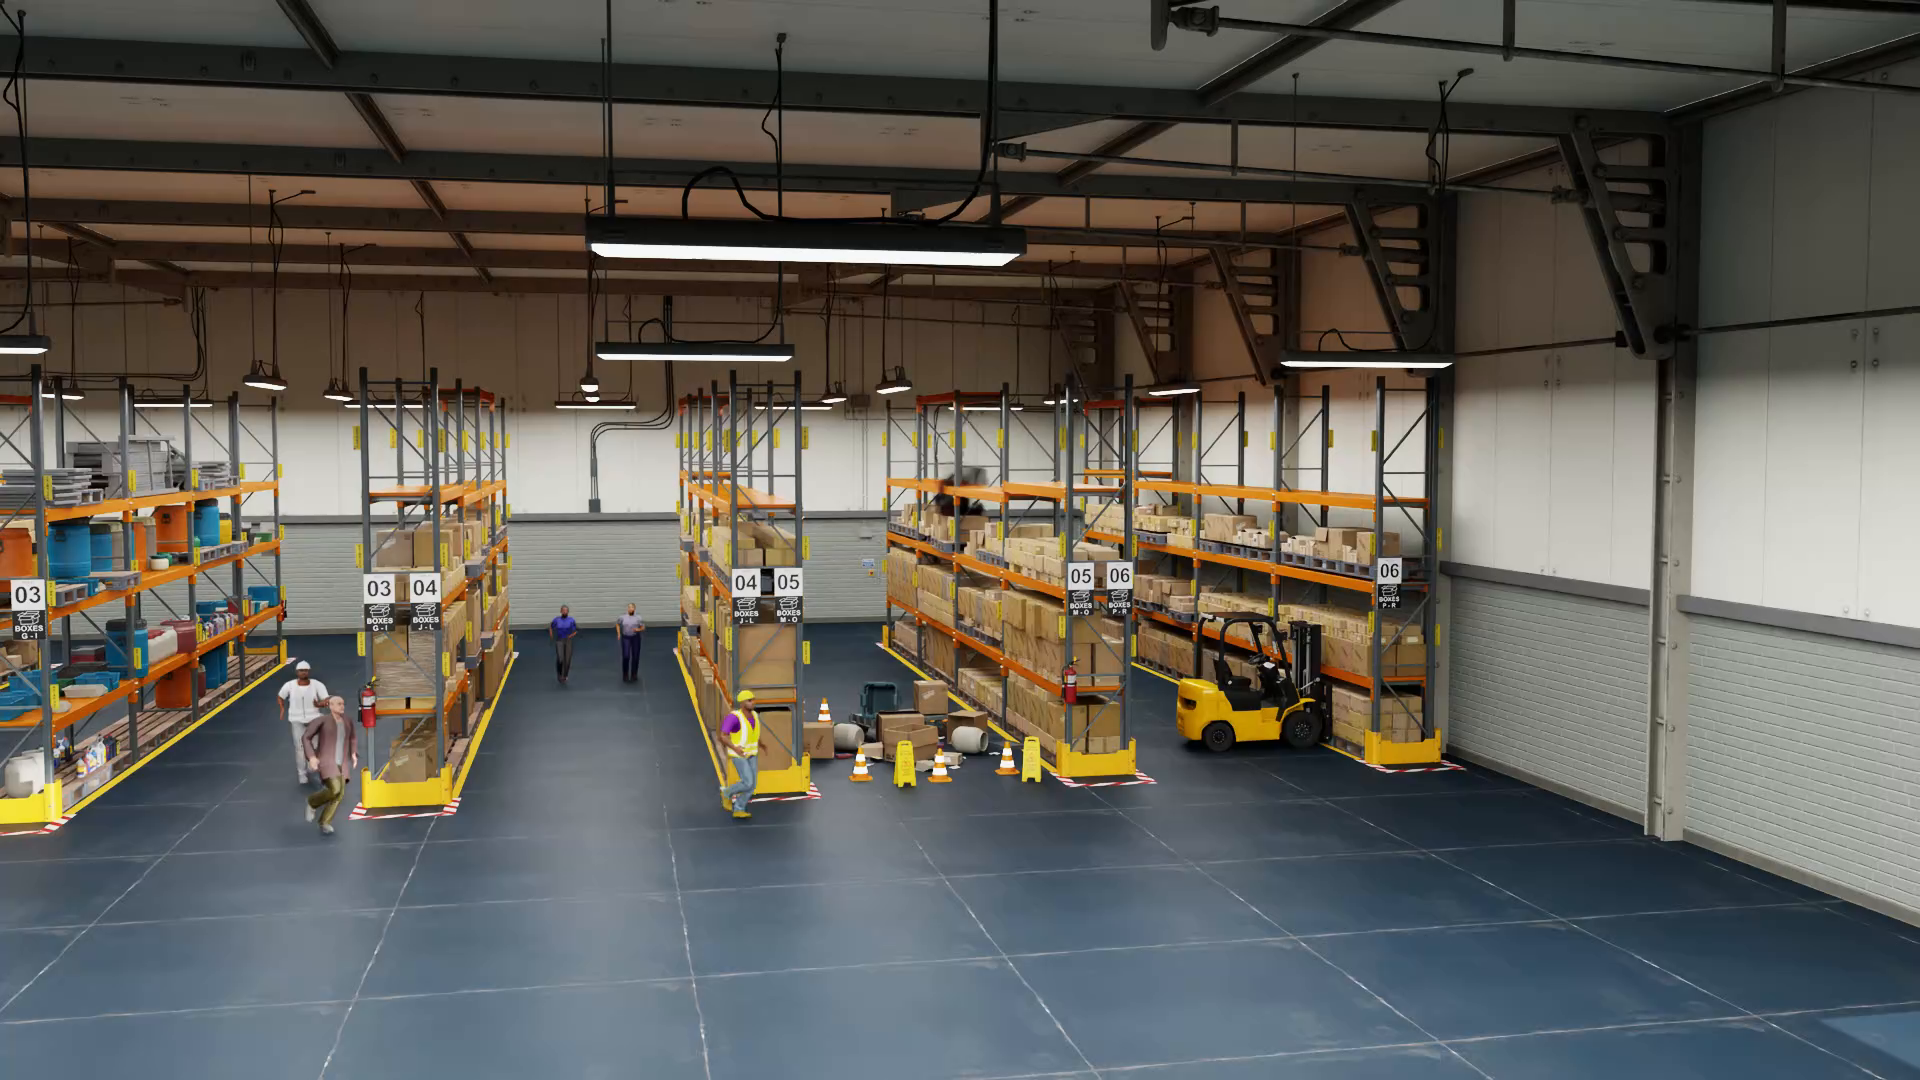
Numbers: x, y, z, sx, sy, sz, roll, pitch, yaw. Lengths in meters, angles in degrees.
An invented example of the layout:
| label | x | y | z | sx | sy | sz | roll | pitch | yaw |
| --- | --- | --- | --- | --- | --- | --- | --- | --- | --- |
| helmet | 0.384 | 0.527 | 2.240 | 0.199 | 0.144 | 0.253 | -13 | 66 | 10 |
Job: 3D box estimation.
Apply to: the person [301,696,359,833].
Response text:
| label | x | y | z | sx | sy | sz | roll | pitch | yaw |
| --- | --- | --- | --- | --- | --- | --- | --- | --- | --- |
| person | -8.047 | 2.873 | 21.456 | 0.518 | 1.697 | 0.738 | 2 | 4 | 35 |

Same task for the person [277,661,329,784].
| label | x | y | z | sx | sy | sz | roll | pitch | yaw |
| --- | --- | --- | --- | --- | --- | --- | --- | --- | --- |
| person | -9.647 | 2.655 | 24.465 | 0.710 | 1.747 | 0.963 | -2 | 4 | -25 |

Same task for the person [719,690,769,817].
| label | x | y | z | sx | sy | sz | roll | pitch | yaw |
| --- | --- | --- | --- | --- | --- | --- | --- | --- | --- |
| person | -2.887 | 2.845 | 22.083 | 0.570 | 1.720 | 0.699 | 2 | 4 | 35 |

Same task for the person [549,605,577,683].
| label | x | y | z | sx | sy | sz | roll | pitch | yaw |
| --- | --- | --- | --- | --- | --- | --- | --- | --- | --- |
| person | -8.151 | 2.143 | 34.208 | 0.542 | 1.613 | 0.726 | -1 | 4 | -20 |

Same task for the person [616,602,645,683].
| label | x | y | z | sx | sy | sz | roll | pitch | yaw |
| --- | --- | --- | --- | --- | --- | --- | --- | --- | --- |
| person | -6.842 | 2.132 | 34.567 | 0.578 | 1.667 | 0.692 | -1 | 4 | -14 |
